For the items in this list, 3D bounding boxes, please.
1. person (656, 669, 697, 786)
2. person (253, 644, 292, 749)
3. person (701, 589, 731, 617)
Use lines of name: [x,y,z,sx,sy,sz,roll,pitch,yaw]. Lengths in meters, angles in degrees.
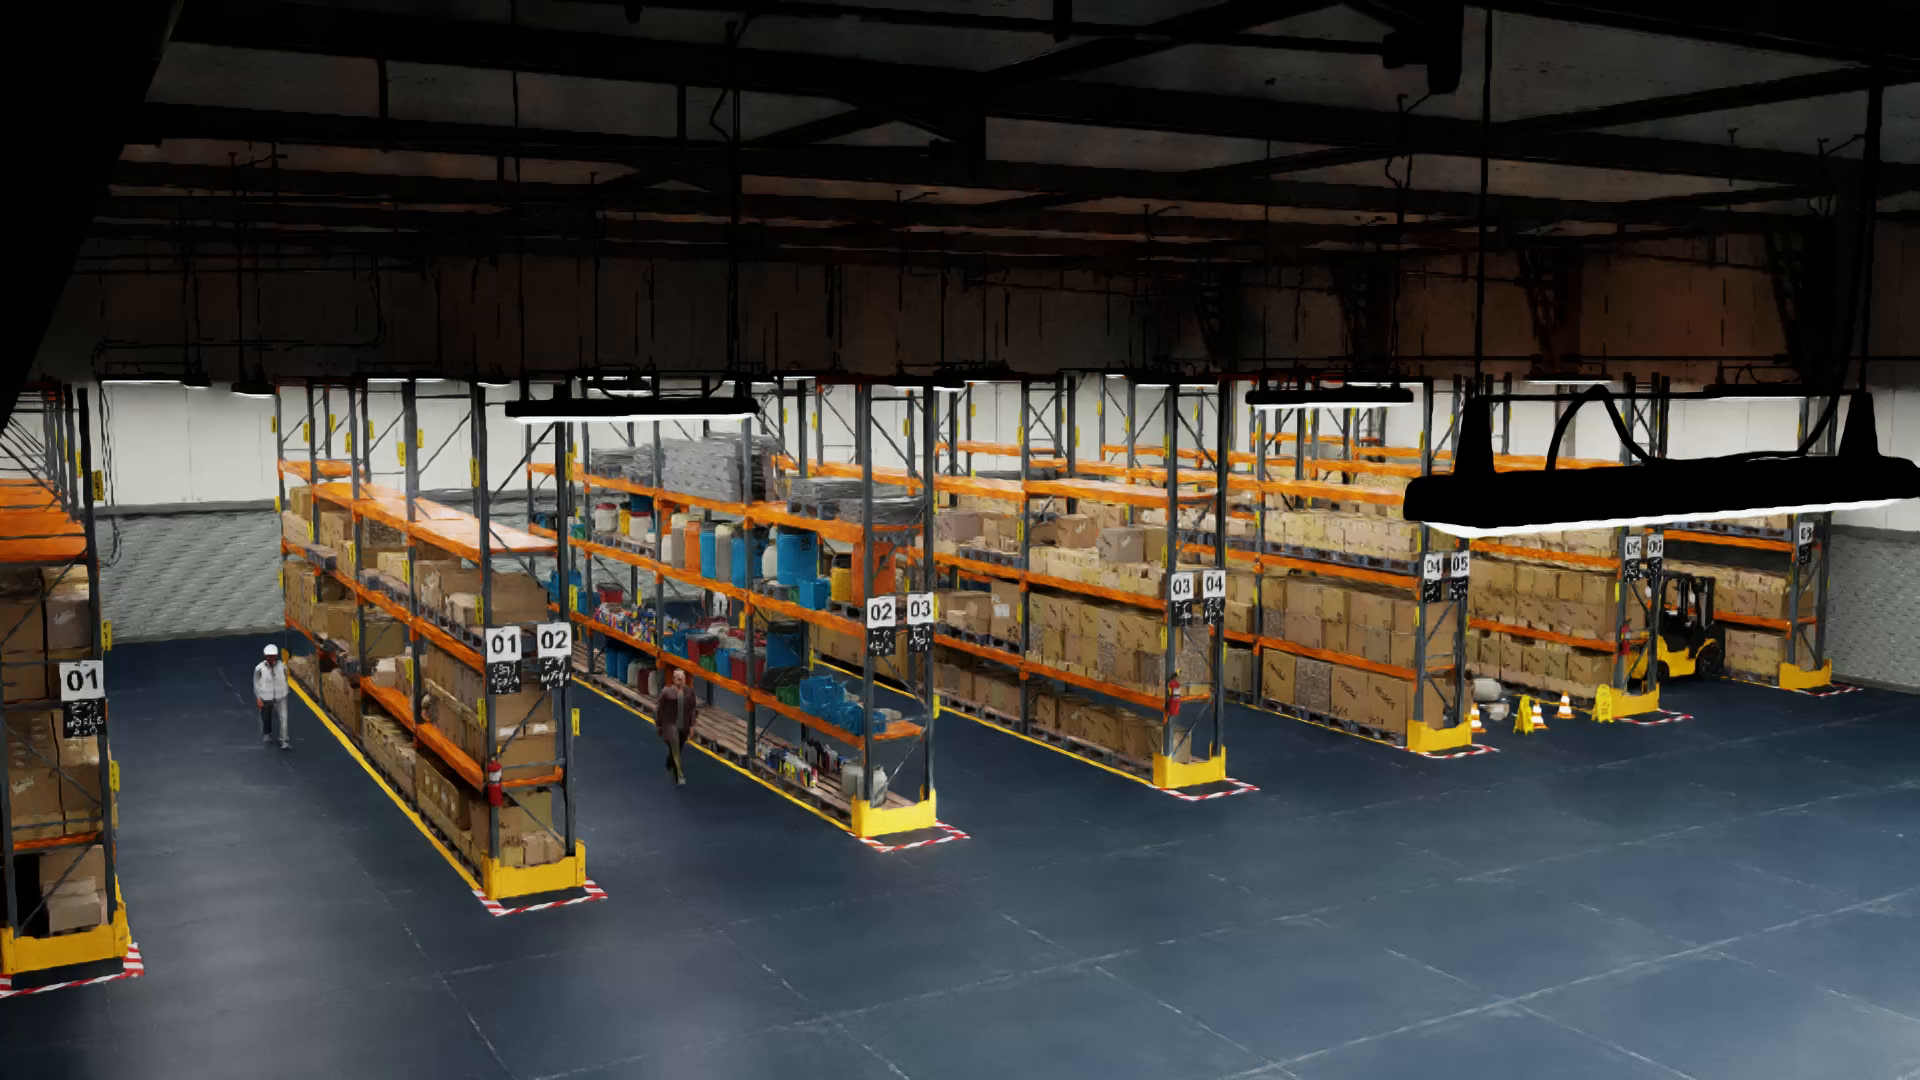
person: [-4.201,2.755,24.819,0.581,1.698,1.193,-4,7,-32]
person: [-11.189,2.521,27.037,0.543,1.700,1.115,-3,7,-28]
person: [-5.262,1.556,35.943,0.682,1.711,0.528,-4,7,-32]
